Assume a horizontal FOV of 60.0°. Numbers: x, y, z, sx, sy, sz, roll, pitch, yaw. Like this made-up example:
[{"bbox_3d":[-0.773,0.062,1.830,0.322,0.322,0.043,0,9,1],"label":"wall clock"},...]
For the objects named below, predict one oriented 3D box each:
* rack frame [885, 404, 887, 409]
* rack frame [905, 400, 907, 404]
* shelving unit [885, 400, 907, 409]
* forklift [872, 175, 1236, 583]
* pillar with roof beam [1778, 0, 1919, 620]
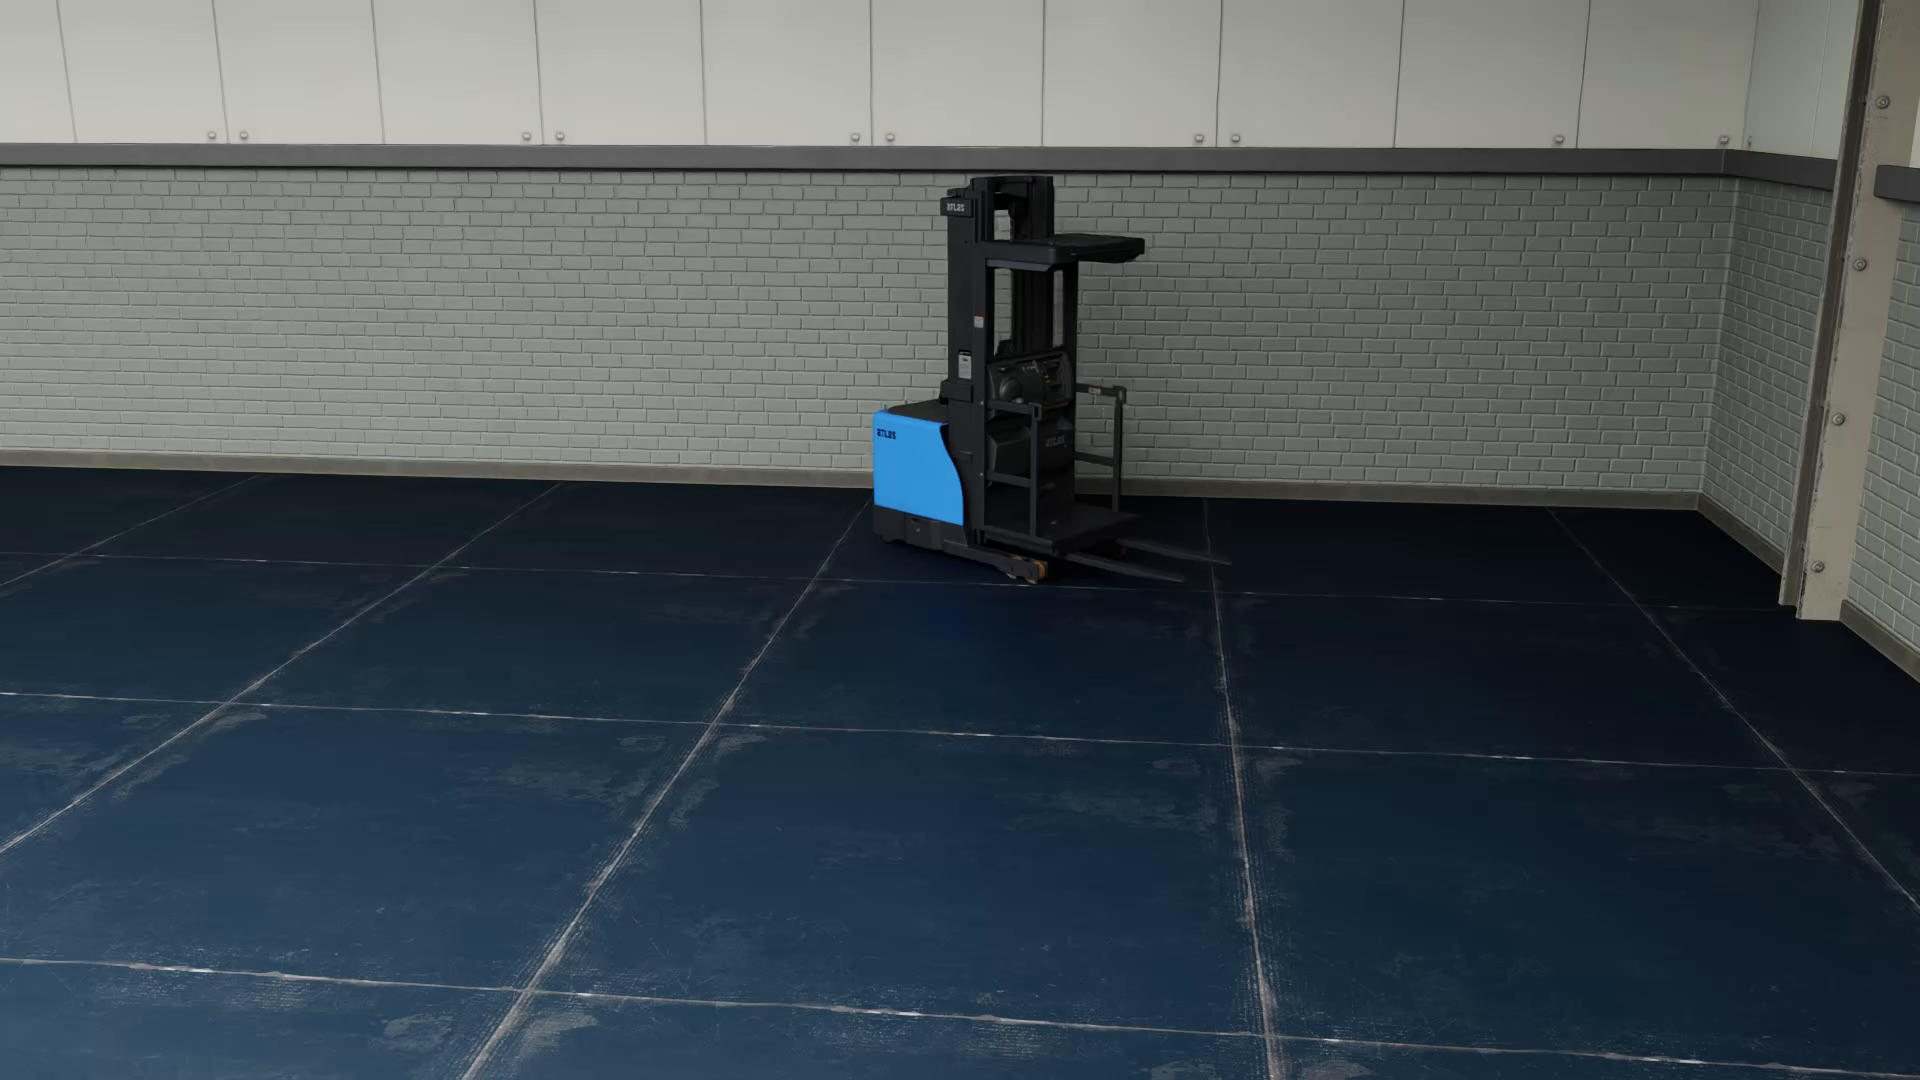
[{"bbox_3d":[-0.550,-0.610,13.908,0.200,1.050,0.008,13,20,41],"label":"rack frame"},{"bbox_3d":[-0.385,-0.657,14.082,0.200,1.050,0.008,13,20,41],"label":"rack frame"},{"bbox_3d":[-0.468,-0.634,13.995,0.215,1.050,0.252,13,20,41],"label":"shelving unit"},{"bbox_3d":[0.699,-1.243,12.643,3.031,2.935,1.130,14,20,41],"label":"forklift"},{"bbox_3d":[1.756,-3.966,11.088,9.100,9.000,0.400,2,15,6],"label":"pillar with roof beam"}]
